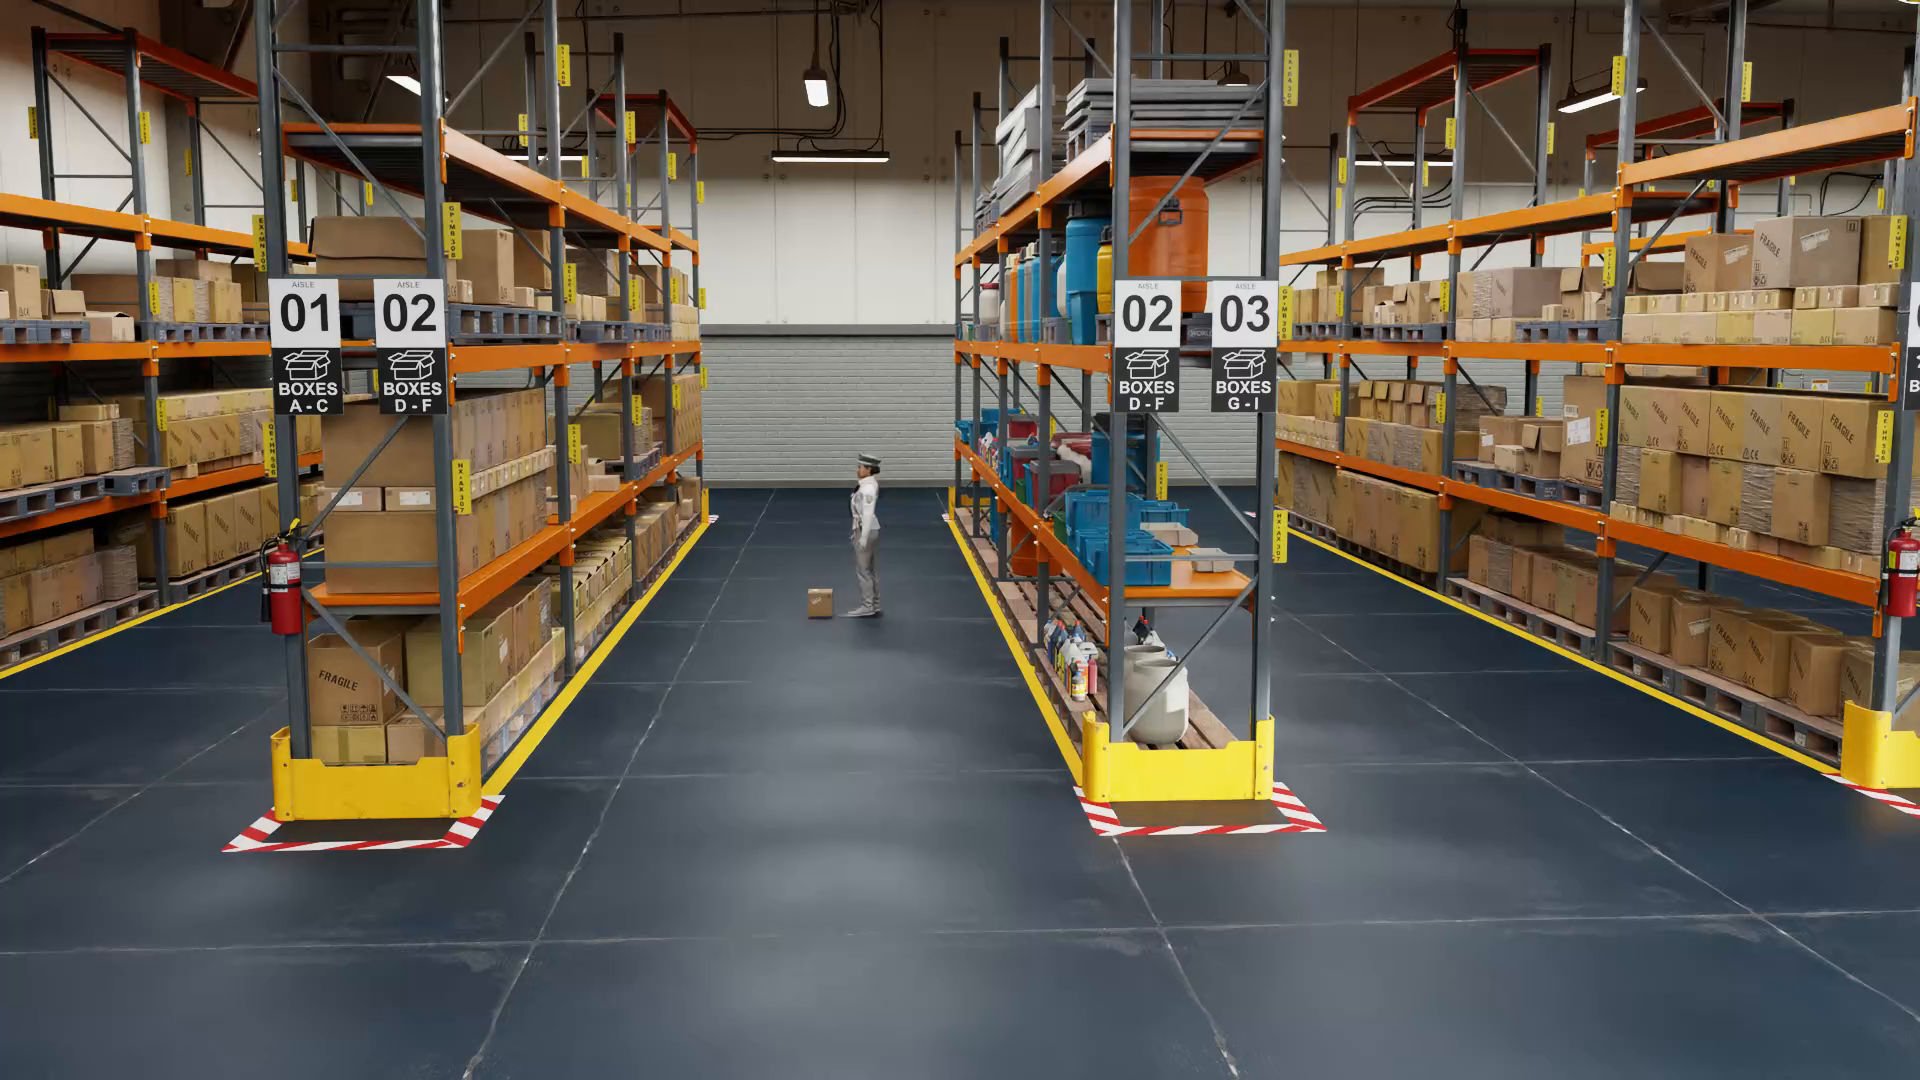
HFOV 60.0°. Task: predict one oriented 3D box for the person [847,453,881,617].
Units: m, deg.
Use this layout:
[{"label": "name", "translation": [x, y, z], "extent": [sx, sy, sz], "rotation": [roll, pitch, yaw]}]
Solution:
[{"label": "person", "translation": [-0.988, -0.057, 17.161], "extent": [0.362, 1.691, 0.482], "rotation": [0, 7, -2]}]
